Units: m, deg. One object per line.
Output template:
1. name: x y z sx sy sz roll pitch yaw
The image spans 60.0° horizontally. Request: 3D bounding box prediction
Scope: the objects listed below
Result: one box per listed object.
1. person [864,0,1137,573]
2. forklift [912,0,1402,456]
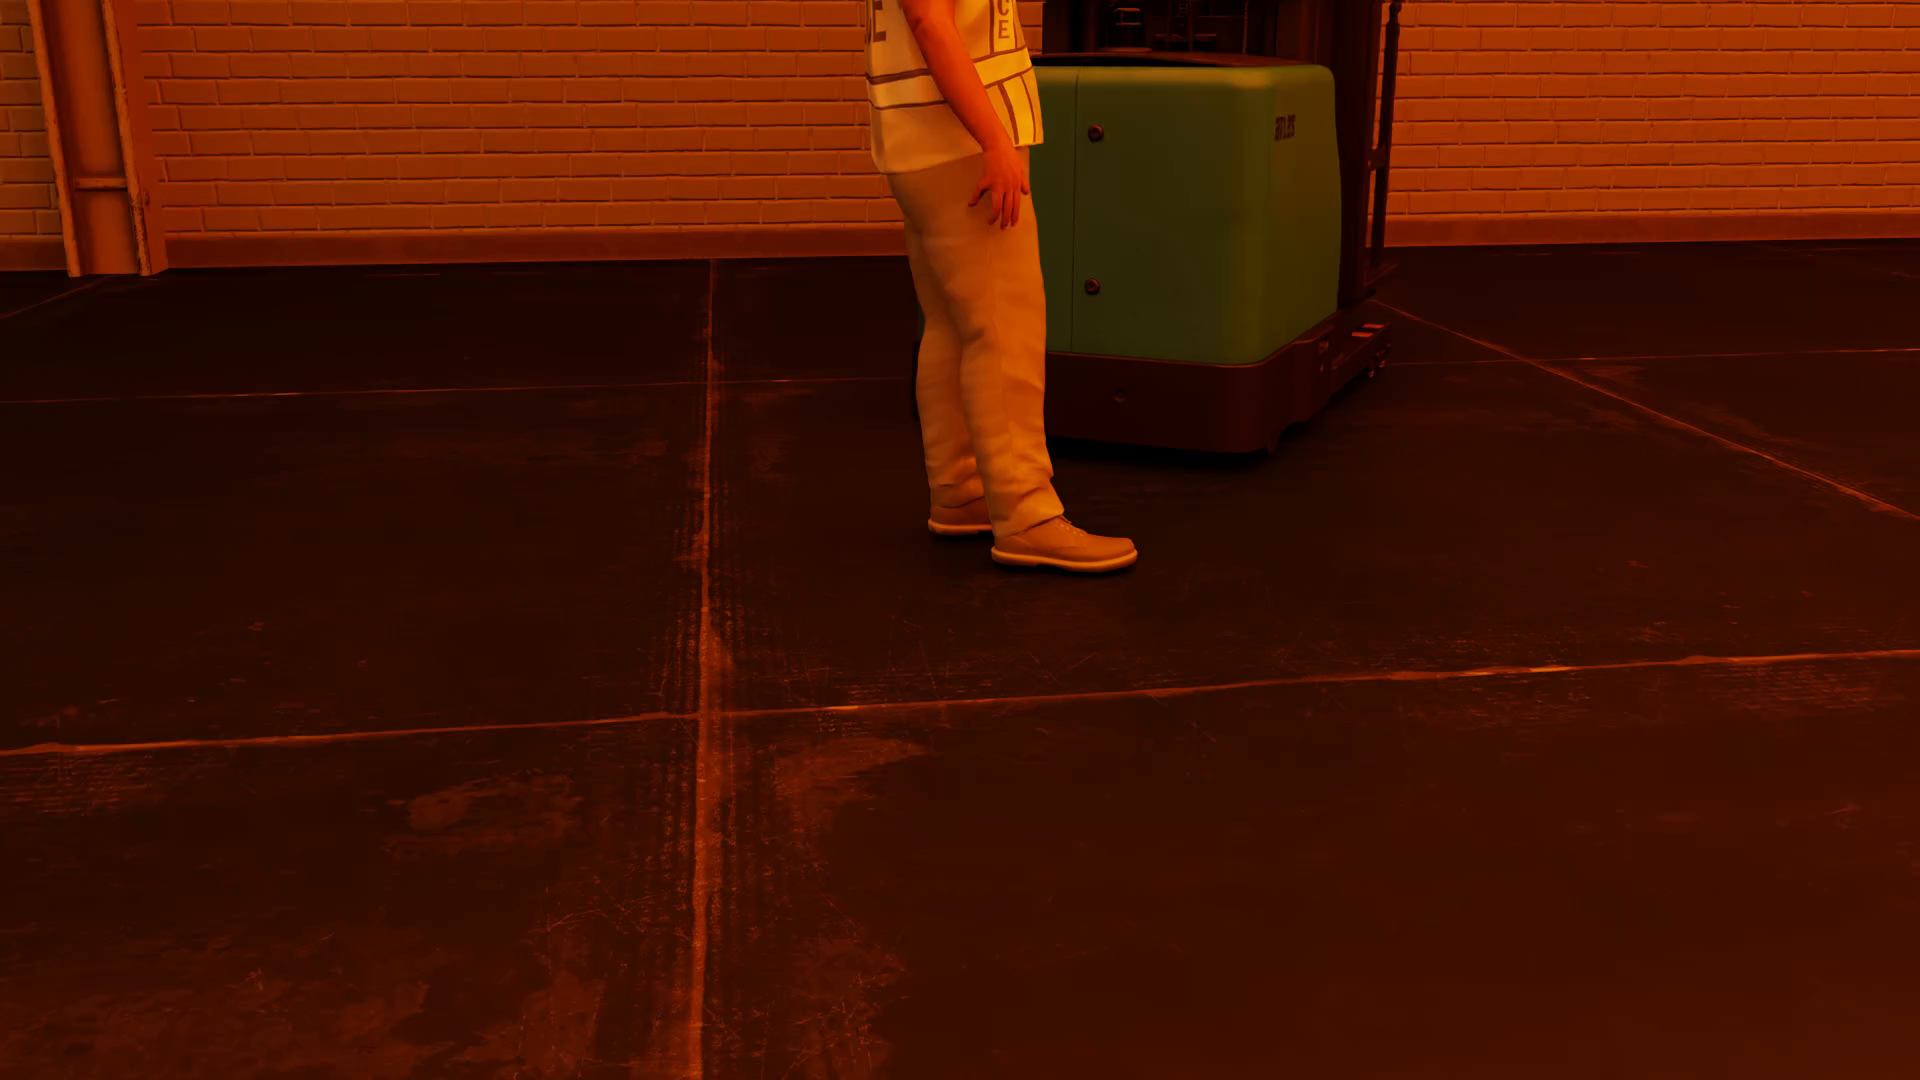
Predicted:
1. person: 0.079 -0.859 3.706 0.575 1.777 0.640 -2 17 -8
2. forklift: 0.926 -2.017 5.581 1.130 2.935 3.031 7 18 23
